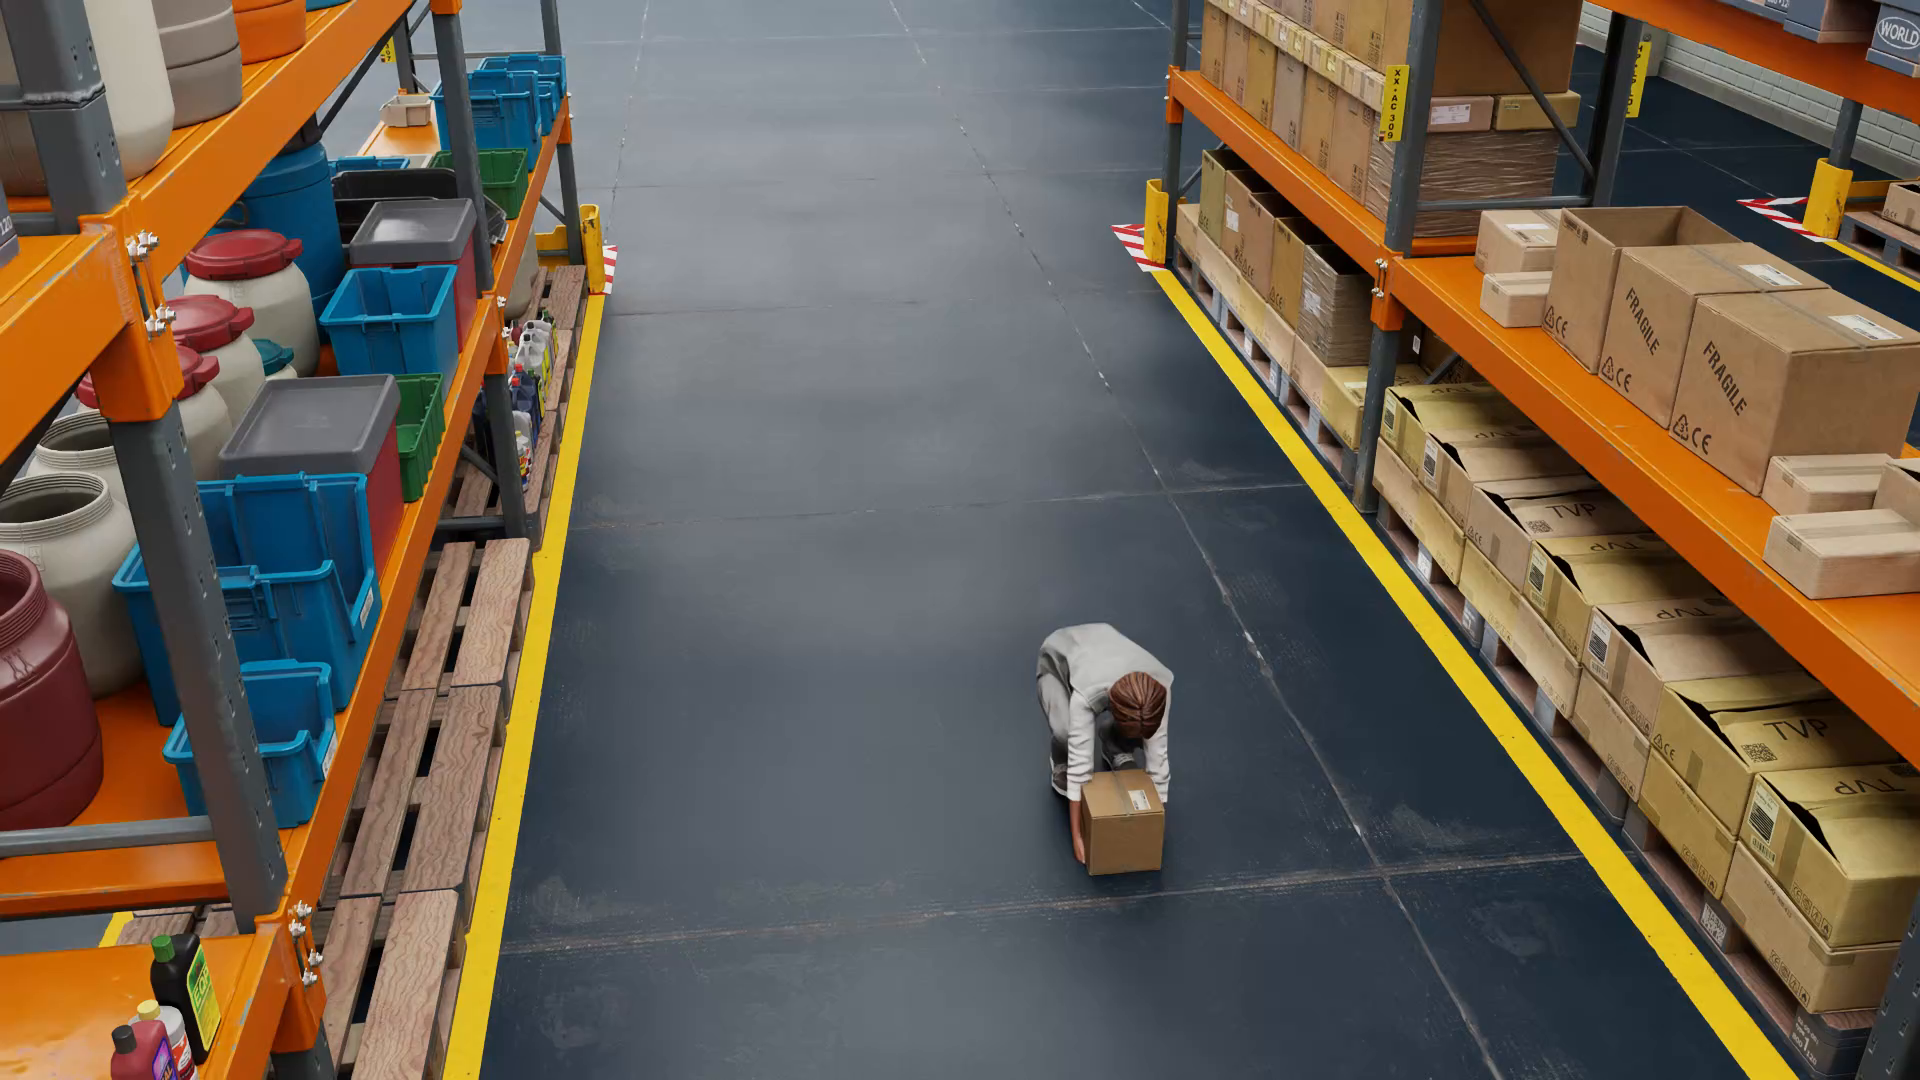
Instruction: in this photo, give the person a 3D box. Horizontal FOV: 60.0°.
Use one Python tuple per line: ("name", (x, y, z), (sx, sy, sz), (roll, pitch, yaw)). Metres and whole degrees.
("person", (0.514, 0.651, 5.926), (0.429, 0.759, 0.839), (-4, 28, -8))
